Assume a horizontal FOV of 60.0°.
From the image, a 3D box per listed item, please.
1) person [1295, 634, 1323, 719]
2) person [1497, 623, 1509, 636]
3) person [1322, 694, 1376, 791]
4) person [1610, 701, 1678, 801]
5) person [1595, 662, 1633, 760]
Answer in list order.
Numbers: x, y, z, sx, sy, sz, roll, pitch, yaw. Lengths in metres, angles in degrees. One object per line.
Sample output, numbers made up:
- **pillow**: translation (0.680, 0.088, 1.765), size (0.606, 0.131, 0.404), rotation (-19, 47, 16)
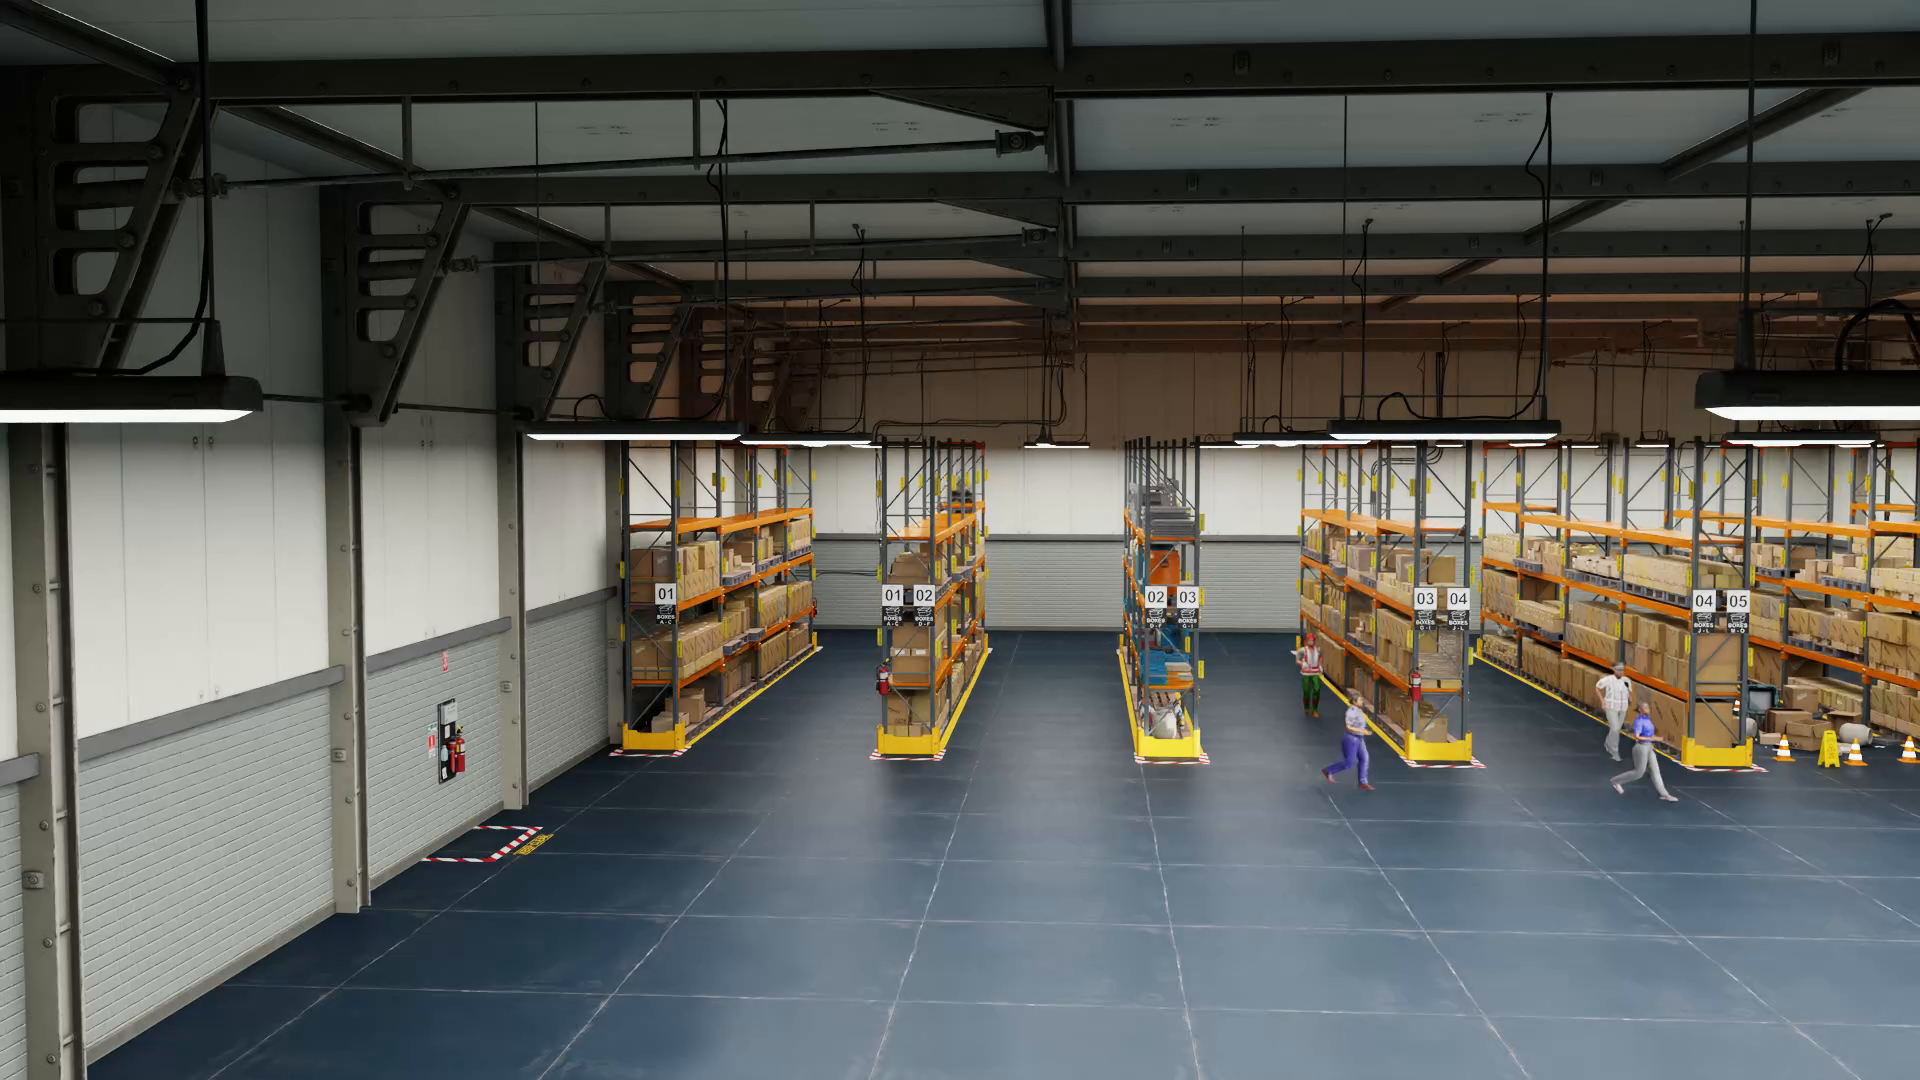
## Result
- **person**: translation (7.522, 2.930, 35.741), size (0.635, 1.825, 0.749), rotation (0, 3, 2)
- **person**: translation (15.610, 2.311, 47.464), size (0.717, 1.771, 0.683), rotation (0, 3, 0)
- **person**: translation (6.591, 3.458, 28.133), size (0.886, 1.528, 0.592), rotation (2, 3, 28)
- **person**: translation (11.174, 3.421, 27.107), size (1.044, 1.597, 0.594), rotation (3, 4, 41)
- **person**: translation (12.275, 3.196, 31.127), size (0.639, 1.842, 0.797), rotation (0, 3, -8)
